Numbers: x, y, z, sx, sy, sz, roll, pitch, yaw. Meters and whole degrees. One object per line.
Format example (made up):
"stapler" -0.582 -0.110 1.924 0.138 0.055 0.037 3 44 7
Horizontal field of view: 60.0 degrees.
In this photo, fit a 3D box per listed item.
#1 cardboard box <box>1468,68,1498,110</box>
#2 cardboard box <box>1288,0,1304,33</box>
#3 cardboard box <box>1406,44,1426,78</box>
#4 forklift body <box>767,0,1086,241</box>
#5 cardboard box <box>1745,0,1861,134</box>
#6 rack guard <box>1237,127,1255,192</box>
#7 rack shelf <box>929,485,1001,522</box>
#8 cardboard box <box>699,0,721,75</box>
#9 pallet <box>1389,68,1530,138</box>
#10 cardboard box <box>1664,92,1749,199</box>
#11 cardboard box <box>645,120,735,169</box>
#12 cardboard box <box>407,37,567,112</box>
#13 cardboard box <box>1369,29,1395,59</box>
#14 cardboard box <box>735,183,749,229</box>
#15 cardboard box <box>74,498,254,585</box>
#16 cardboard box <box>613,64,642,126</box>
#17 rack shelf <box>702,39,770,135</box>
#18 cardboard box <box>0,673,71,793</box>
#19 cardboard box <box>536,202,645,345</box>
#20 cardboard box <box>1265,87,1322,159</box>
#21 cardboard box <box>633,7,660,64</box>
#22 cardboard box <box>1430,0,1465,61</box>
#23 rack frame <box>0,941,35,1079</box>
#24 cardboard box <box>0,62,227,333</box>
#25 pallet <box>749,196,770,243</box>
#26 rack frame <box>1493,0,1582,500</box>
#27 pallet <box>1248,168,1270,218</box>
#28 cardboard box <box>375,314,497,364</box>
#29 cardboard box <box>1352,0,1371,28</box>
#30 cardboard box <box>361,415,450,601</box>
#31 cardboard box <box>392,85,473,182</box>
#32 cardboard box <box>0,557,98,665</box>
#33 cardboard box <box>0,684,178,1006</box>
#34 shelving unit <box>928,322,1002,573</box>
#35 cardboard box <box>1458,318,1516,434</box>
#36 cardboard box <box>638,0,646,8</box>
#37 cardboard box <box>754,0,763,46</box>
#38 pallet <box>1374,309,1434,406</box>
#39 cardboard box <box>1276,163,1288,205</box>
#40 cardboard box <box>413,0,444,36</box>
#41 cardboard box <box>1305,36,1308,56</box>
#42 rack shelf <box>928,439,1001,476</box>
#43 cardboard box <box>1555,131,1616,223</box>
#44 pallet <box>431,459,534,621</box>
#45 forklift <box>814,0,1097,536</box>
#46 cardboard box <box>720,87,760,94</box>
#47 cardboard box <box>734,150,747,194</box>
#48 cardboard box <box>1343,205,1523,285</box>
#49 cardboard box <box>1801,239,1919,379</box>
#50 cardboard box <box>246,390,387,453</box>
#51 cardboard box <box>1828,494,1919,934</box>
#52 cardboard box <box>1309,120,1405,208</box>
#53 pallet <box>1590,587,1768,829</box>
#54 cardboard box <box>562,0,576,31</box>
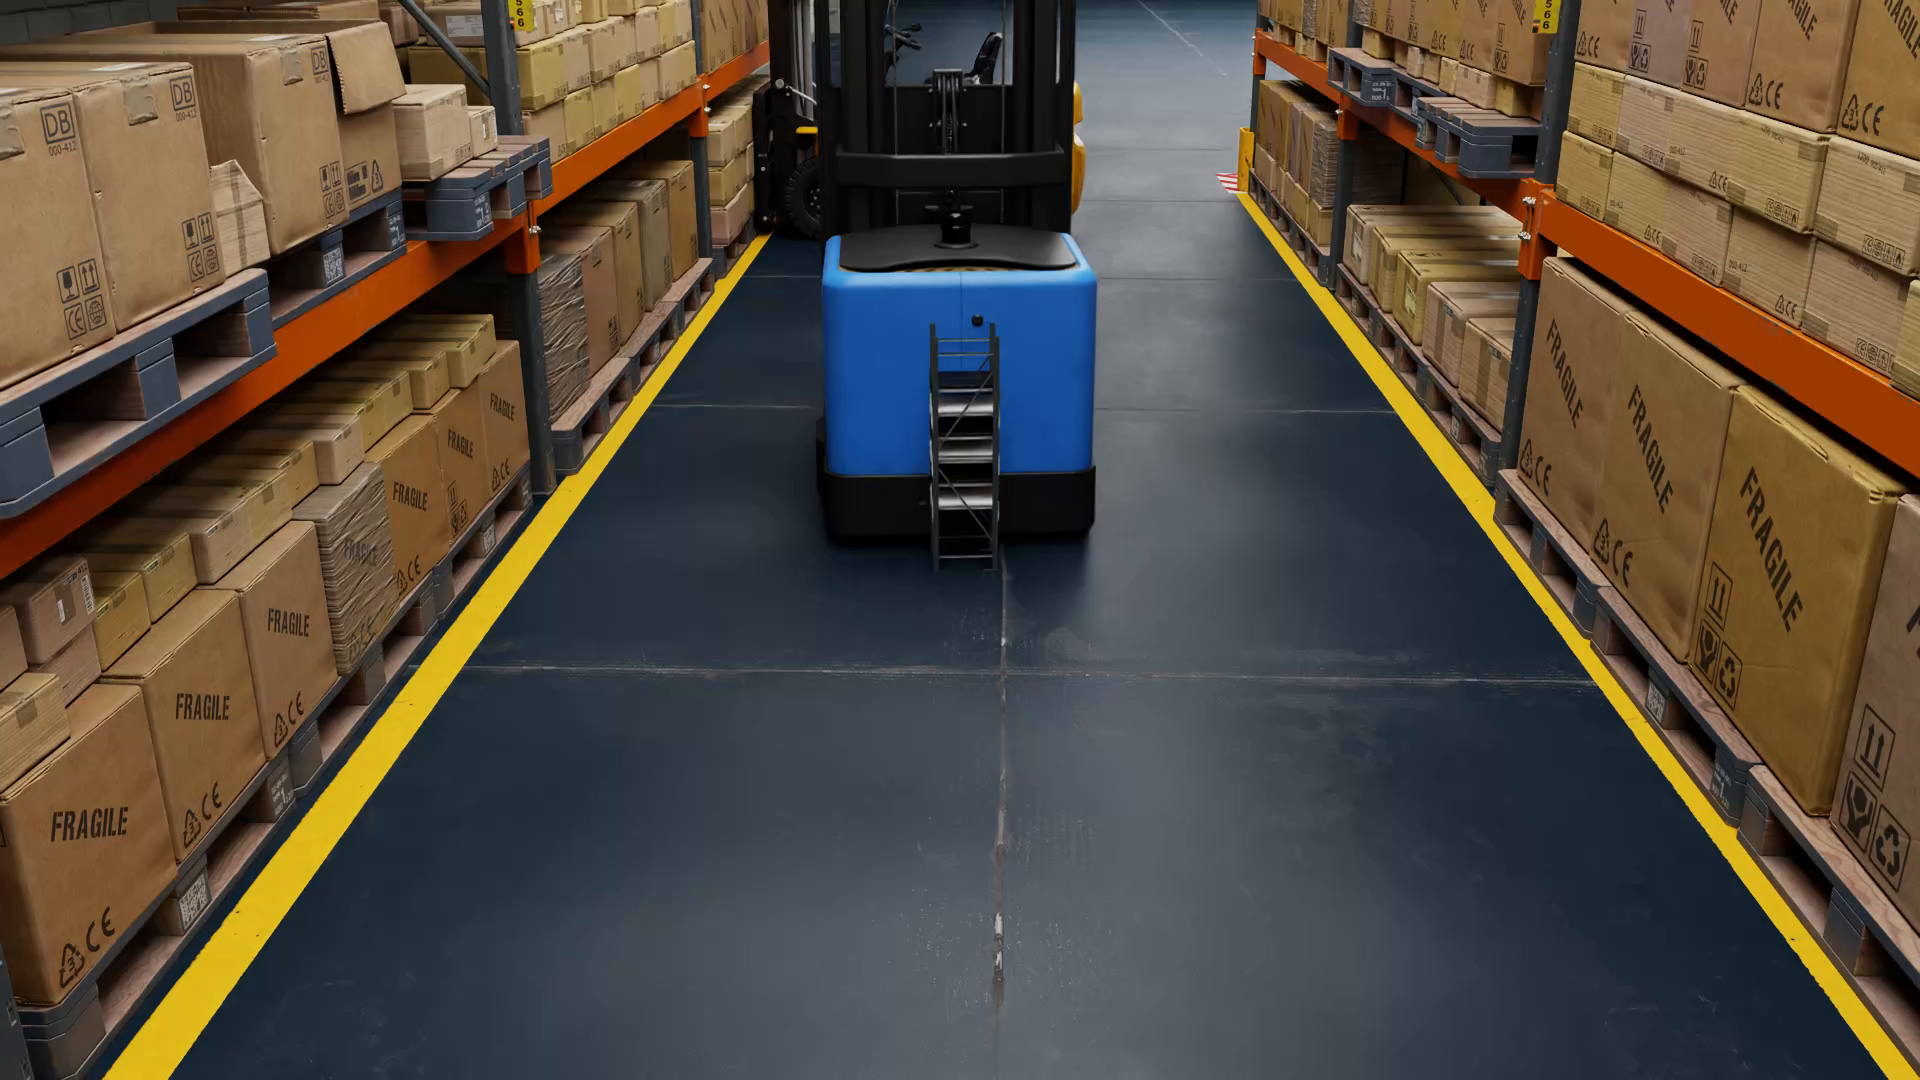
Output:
"cardboard box" 2.414 -1.939 7.146 0.380 0.149 0.250 0 21 1
"cardboard box" 2.658 -3.904 11.894 0.500 0.500 0.500 0 21 1
"cardboard box" 2.462 -2.407 8.354 0.380 0.149 0.250 1 21 4
"forklift body" -0.212 -3.394 12.303 2.313 2.155 1.214 1 21 2
"cardboard box" 2.426 -1.338 4.311 0.500 0.500 0.500 1 21 2
"rack guard" 2.982 -3.249 14.213 1.175 0.500 0.348 1 21 2
"rack shelf" 0.016 -0.139 6.233 0.258 0.077 0.200 -1 21 -3
"cardboard box" -1.825 -3.254 10.629 0.500 0.500 0.500 0 21 0
"pallet" 2.760 -2.177 8.257 1.003 0.211 1.213 1 21 2
"cardboard box" 2.434 -1.166 4.902 0.500 0.250 0.500 1 21 1
"cardboard box" -1.771 -2.601 10.924 0.500 0.250 0.500 0 21 1
"cardboard box" -1.938 -1.924 6.856 0.500 0.250 0.500 1 21 2
"cardboard box" 2.513 -2.788 9.335 0.380 0.149 0.250 1 21 3
"cardboard box" -1.753 -2.318 11.578 0.500 0.250 0.500 0 21 0
"cardboard box" -2.098 0.000 4.359 0.380 0.149 0.250 1 21 1
"cardboard box" -1.917 -2.247 8.379 0.500 0.250 0.500 1 21 3
"rack shelf" -2.038 -3.437 12.235 1.077 0.370 4.000 1 21 2
"cardboard box" -2.066 0.384 3.372 0.380 0.149 0.250 2 21 4
"cardboard box" -2.156 -1.397 8.685 0.875 0.625 0.625 0 21 -1
"cardboard box" 2.671 -3.220 12.864 0.500 0.500 0.500 0 21 0
"cardboard box" -1.888 -2.661 8.757 0.500 0.250 0.500 1 21 3
"cardboard box" 2.496 -2.468 7.613 0.500 0.500 0.500 -1 21 -2
"rack frame" -2.339 -0.157 2.786 0.949 2.616 0.053 1 21 2
"cardboard box" -2.088 -0.759 3.619 0.700 0.500 0.500 1 21 2
"pallet" -1.999 -2.479 12.625 1.003 0.211 1.213 1 21 2
"rack frame" 2.741 -1.550 6.376 1.000 3.000 0.127 1 21 2
"pallet" 2.922 -2.821 13.509 1.003 0.211 1.213 1 21 2
"cardboard box" -1.983 -0.755 6.305 0.380 0.149 0.250 0 21 -1
"cardboard box" 2.562 -3.211 9.527 0.500 0.500 0.500 1 21 3
"cardboard box" -2.058 -0.108 5.536 0.500 0.500 0.500 2 21 4
"cardboard box" -1.929 -1.344 5.473 0.500 0.250 0.500 0 21 -1
"cardboard box" -2.106 0.150 3.562 0.380 0.149 0.250 0 21 -1
"cardboard box" -2.103 0.640 3.607 0.500 0.500 0.500 2 21 4
"shelving unit" 0.016 -0.338 6.156 0.258 0.900 0.210 -1 21 -3
"cardboard box" 2.768 -0.725 7.302 0.950 0.372 0.625 -1 21 -2
"cardboard box" -1.883 -2.900 8.822 0.380 0.149 0.250 0 21 0
"cardboard box" -1.770 -3.989 12.524 0.500 0.500 0.500 0 21 1
"pallet" 2.806 -0.972 8.743 1.003 0.211 1.213 1 21 2
"cardboard box" 2.656 -2.686 12.525 0.500 0.250 0.500 2 21 5
"cardboard box" -2.448 -2.261 7.174 0.380 0.149 0.250 1 21 2
"cardboard box" 2.633 -3.458 11.642 0.380 0.149 0.250 0 21 1
"rack shelf" 0.016 -0.307 6.168 0.258 0.077 0.200 -1 21 -3
"cardboard box" 2.474 -1.306 5.955 0.500 0.250 0.500 0 21 1
"pallet" -2.281 -0.033 6.323 1.003 0.211 1.213 1 21 2
"forklift" -0.077 -1.871 7.299 1.130 2.935 3.031 -1 21 -3
"cardboard box" -1.695 -3.338 12.825 0.500 0.250 0.500 1 21 2
"cardboard box" -1.763 -2.550 11.484 0.500 0.250 0.500 1 21 1
"cardboard box" 2.849 -1.777 10.014 0.950 0.372 0.625 1 21 2
"cardboard box" 2.432 -0.565 4.046 0.500 0.250 0.500 0 21 0
"cardboard box" -2.073 -0.376 5.329 0.380 0.149 0.250 0 21 1
"cardboard box" 2.558 0.466 3.537 0.875 0.875 0.875 1 21 3
"cardboard box" 2.612 -2.476 10.949 0.500 0.500 0.500 0 21 1
"pallet" 2.602 0.474 5.014 1.003 0.211 1.213 1 21 2
"cardboard box" -1.932 -2.348 7.400 0.380 0.149 0.250 1 21 2
